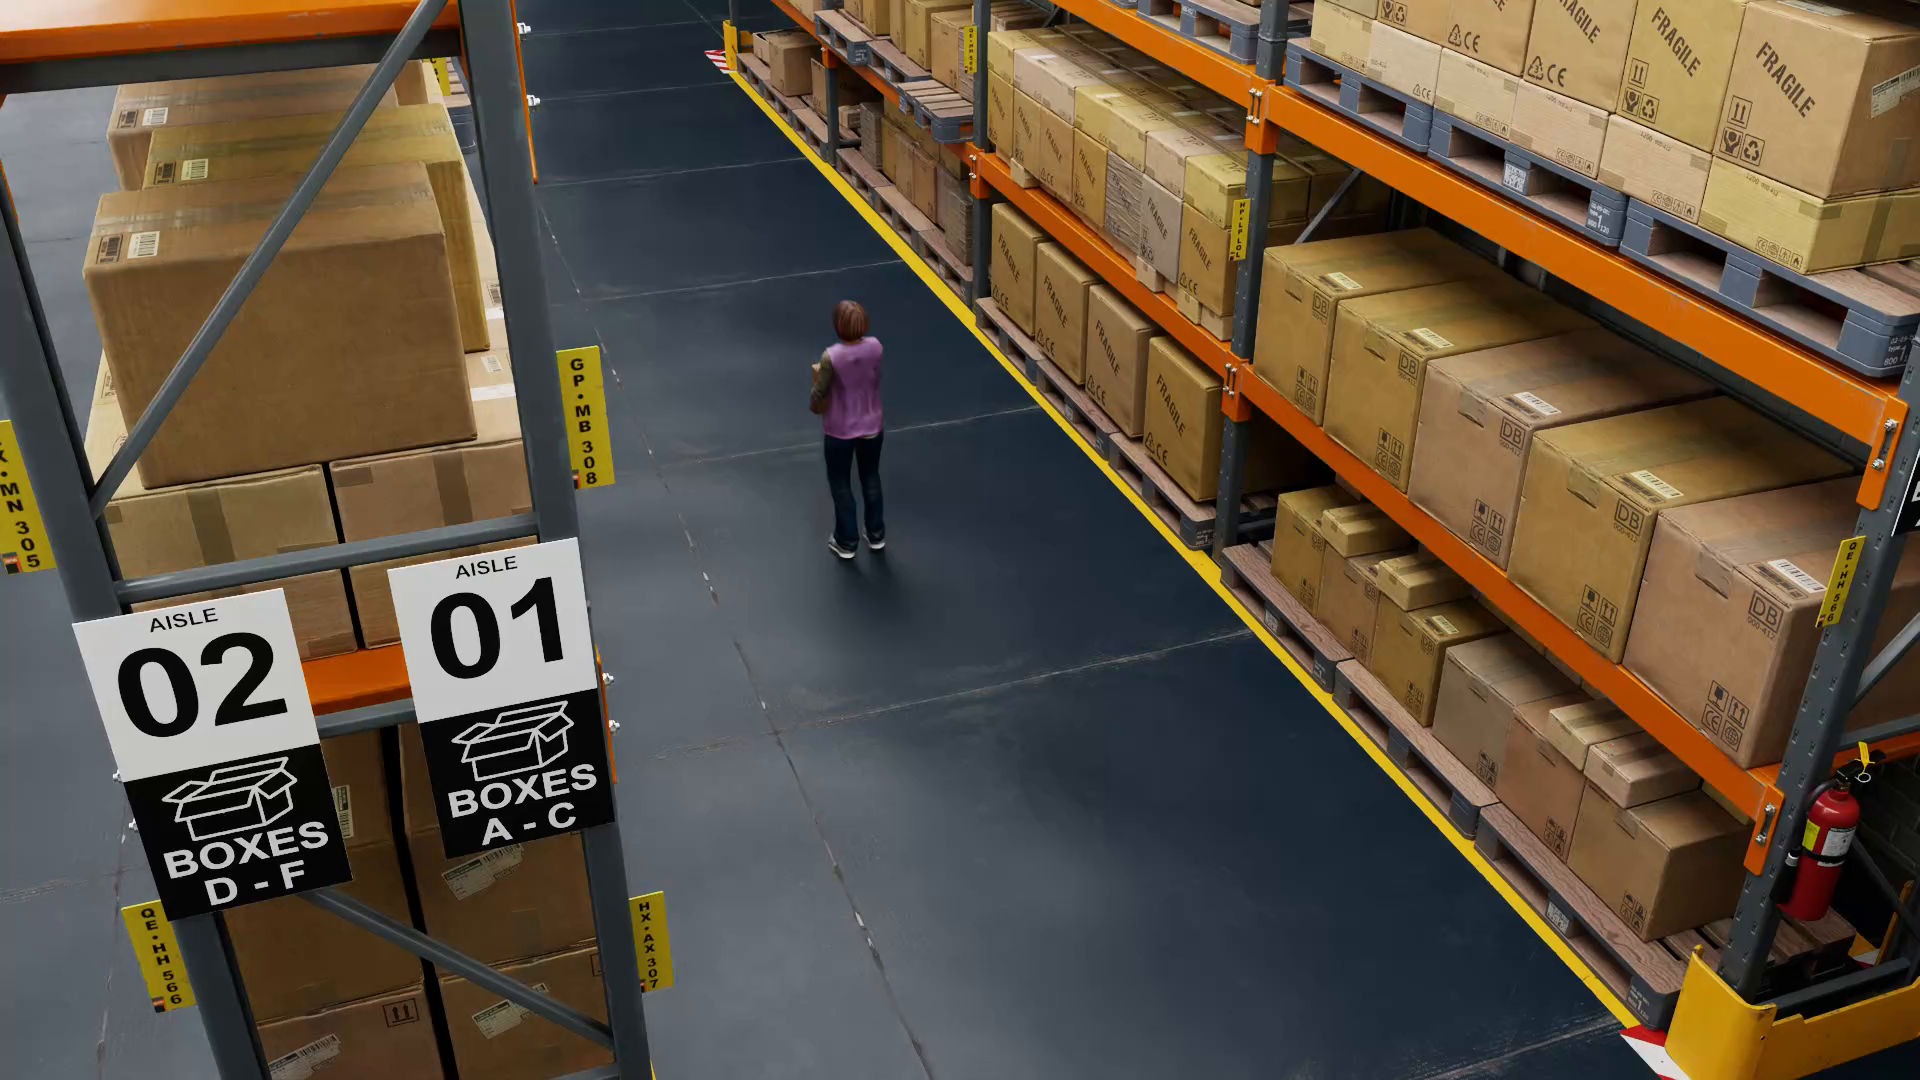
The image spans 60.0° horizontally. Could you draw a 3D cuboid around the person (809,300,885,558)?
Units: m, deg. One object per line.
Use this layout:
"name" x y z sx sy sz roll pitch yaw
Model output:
"person" -0.652 -0.659 9.468 0.413 1.598 0.477 -15 33 -24
